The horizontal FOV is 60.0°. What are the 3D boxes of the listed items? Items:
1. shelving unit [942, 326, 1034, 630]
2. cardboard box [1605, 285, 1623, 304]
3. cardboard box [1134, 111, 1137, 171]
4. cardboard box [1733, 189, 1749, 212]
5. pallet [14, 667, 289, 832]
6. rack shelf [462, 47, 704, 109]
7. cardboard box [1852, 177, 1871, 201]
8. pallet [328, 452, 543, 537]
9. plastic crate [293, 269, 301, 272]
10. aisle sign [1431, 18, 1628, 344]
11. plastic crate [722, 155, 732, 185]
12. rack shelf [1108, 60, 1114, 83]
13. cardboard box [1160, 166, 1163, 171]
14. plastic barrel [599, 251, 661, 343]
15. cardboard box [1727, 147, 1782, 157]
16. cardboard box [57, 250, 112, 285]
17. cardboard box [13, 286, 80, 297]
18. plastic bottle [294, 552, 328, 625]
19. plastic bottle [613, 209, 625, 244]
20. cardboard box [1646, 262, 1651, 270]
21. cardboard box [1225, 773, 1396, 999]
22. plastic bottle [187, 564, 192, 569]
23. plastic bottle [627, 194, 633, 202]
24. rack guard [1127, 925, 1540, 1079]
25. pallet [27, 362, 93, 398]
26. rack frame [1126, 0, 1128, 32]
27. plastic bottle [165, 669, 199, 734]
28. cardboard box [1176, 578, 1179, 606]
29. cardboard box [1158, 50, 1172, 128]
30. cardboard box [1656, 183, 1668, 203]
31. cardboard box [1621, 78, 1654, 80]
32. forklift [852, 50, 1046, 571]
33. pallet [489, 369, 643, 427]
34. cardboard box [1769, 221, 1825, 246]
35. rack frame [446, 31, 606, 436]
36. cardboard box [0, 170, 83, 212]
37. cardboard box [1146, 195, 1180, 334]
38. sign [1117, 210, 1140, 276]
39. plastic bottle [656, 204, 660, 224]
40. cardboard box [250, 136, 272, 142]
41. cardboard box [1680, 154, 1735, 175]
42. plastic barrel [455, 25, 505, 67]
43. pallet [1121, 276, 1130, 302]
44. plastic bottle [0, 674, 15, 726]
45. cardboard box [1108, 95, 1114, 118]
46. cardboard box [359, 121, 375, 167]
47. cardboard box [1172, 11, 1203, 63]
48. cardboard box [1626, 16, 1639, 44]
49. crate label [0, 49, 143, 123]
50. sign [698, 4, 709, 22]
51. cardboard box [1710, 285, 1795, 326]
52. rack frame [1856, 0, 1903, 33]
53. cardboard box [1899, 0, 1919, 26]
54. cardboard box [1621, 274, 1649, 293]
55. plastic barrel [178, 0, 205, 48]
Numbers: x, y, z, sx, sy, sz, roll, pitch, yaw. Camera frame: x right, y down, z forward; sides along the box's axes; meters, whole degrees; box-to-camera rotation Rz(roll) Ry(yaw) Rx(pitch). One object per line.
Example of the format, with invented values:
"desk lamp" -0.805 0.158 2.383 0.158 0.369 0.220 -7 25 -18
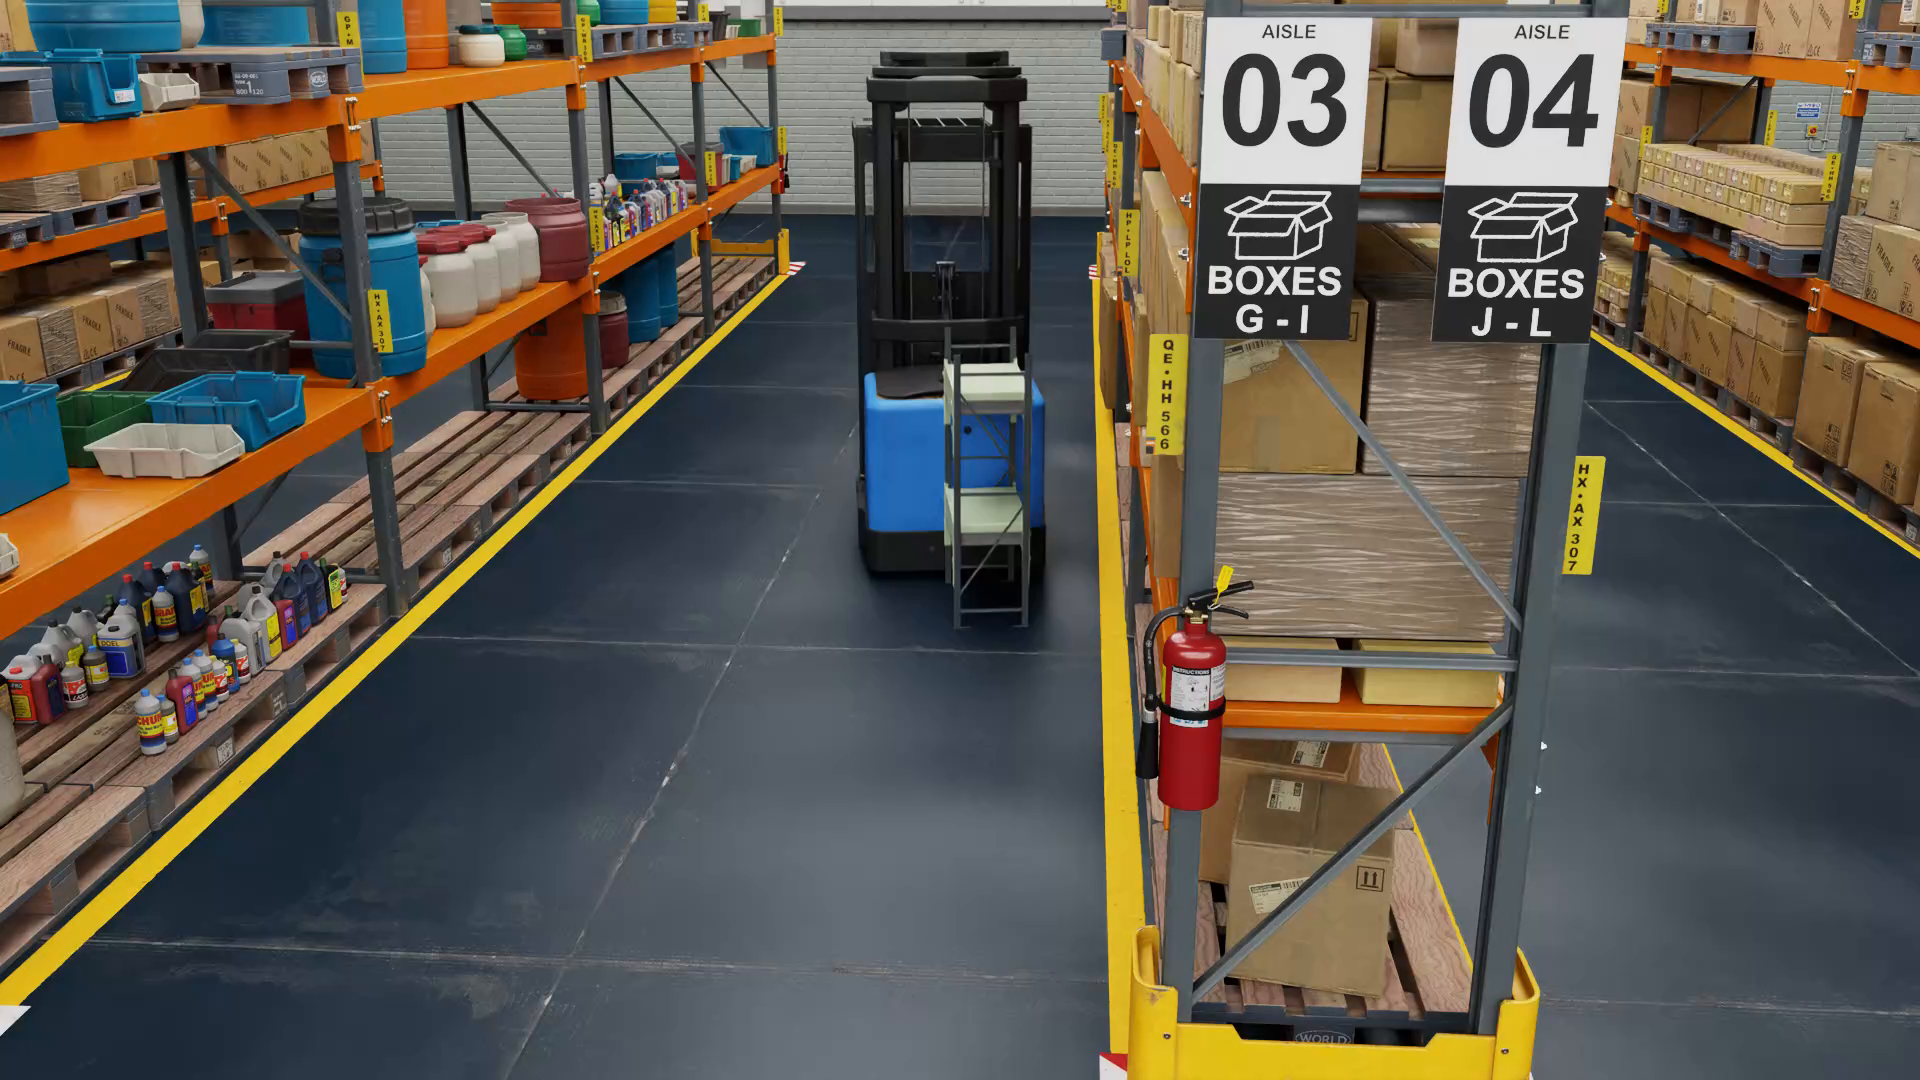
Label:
"shelving unit" 0.141 -0.350 9.083 0.431 1.500 0.755 -1 18 -4
"cardboard box" 6.613 -2.425 16.433 0.380 0.149 0.250 0 18 1
"cardboard box" 1.862 -3.505 14.529 0.797 0.503 0.637 1 18 5
"cardboard box" 6.247 -2.635 12.898 0.380 0.149 0.250 1 18 4
"pallet" -3.728 0.895 7.353 1.003 0.211 1.213 1 18 4
"rack shelf" -3.123 -3.965 14.044 1.077 0.370 4.000 1 18 4
"cardboard box" 6.857 -2.593 12.293 0.380 0.149 0.250 1 18 2
"pallet" -3.451 -0.317 11.052 1.003 0.211 1.213 1 18 4
"plastic crate" -3.784 -1.360 9.781 0.392 0.384 0.575 1 18 4
"aisle sign" 1.395 -0.874 4.099 0.394 0.787 0.004 1 18 4
"plastic crate" -2.686 -3.945 17.738 0.437 0.282 0.530 1 18 4
"rack shelf" 2.104 -5.096 17.498 1.077 0.370 4.000 1 18 4
"cardboard box" 1.584 -1.635 8.959 1.000 1.000 1.000 1 18 4
"plastic barrel" -3.086 -2.316 15.370 0.600 0.901 0.708 1 18 4
"cardboard box" 7.048 -3.400 14.756 0.380 0.149 0.250 1 18 2
"cardboard box" -8.269 -2.536 15.450 0.500 0.250 0.500 1 18 4
"cardboard box" -8.305 -2.013 15.055 0.500 0.500 0.500 1 18 2
"plastic bottle" -3.312 0.238 8.426 0.144 0.351 0.185 1 18 2
"plastic bottle" -2.808 -2.588 13.690 0.061 0.283 0.133 1 18 4
"cardboard box" 7.176 -2.725 16.870 0.380 0.149 0.250 1 18 2
"cardboard box" 1.162 1.130 5.497 0.500 0.500 0.500 5 19 14
"plastic bottle" -4.020 0.224 8.710 0.097 0.201 0.097 0 18 0
"plastic bottle" -2.900 -2.925 14.738 0.097 0.271 0.097 0 18 0
"rack guard" 1.106 1.499 5.044 1.175 0.500 0.348 1 18 4
"pallet" -8.115 -1.278 13.983 1.003 0.211 1.213 1 18 4
"rack frame" 1.674 -5.000 11.231 1.000 3.000 0.127 1 18 4
"plastic bottle" -3.365 0.680 7.185 0.061 0.283 0.133 2 18 5
"cardboard box" 0.900 0.205 5.384 0.380 0.149 0.250 1 18 4
"cardboard box" 0.991 -1.645 6.049 0.500 0.250 0.500 1 18 3
"cardboard box" 6.378 -3.054 14.655 0.380 0.149 0.250 1 18 4
"cardboard box" 6.747 -4.385 16.744 0.500 0.500 0.500 2 18 5
"forklift" -0.124 -1.621 10.664 1.130 2.935 3.031 -1 18 -4
"pallet" -3.251 -1.181 13.687 1.003 0.211 1.213 1 18 4
"cardboard box" 6.191 -2.251 12.204 0.380 0.149 0.250 2 18 5
"rack frame" -3.266 -2.260 12.503 1.000 3.000 0.127 1 18 4
"cardboard box" -8.018 -3.097 14.221 0.700 0.500 0.500 5 19 14
"cardboard box" 1.031 -1.126 6.800 0.500 0.500 0.500 1 18 4
"sign" 0.833 -1.469 8.228 0.100 0.325 0.005 1 18 4
"plastic bottle" -2.738 -2.930 14.866 0.097 0.201 0.097 0 18 0
"cardboard box" -7.569 -4.437 17.381 0.500 0.500 0.500 1 18 2
"cardboard box" 6.341 -3.177 14.076 0.380 0.149 0.250 1 18 3
"plastic barrel" -3.125 -3.220 10.836 0.301 0.262 0.301 0 18 0
"pallet" 1.729 -1.835 11.513 1.213 0.211 1.003 1 18 4
"plastic bottle" -4.155 0.689 7.157 0.061 0.283 0.133 2 18 5
"cardboard box" 1.877 -4.601 18.207 0.500 0.500 0.500 1 18 2
"cardboard box" -7.394 -4.759 19.968 0.500 0.500 0.500 2 18 6
"cardboard box" 0.849 -1.546 5.106 0.380 0.149 0.250 1 18 4
"cardboard box" 6.714 -4.917 16.036 0.500 0.250 0.500 1 18 4
"crate label" -3.376 -1.704 6.228 0.502 0.251 0.408 1 18 4
"sign" -2.431 -4.919 15.787 0.100 0.325 0.005 1 18 4
"cardboard box" 6.479 -1.908 13.565 0.500 0.250 0.500 2 18 5
"rack frame" 6.614 -4.858 10.798 1.000 3.000 0.127 1 18 4
"cardboard box" 6.343 -3.418 10.527 0.500 0.311 0.500 1 18 4
"cardboard box" 6.666 -2.493 16.164 0.380 0.149 0.250 2 18 5
"plastic barrel" -3.780 -2.566 7.767 0.421 0.512 0.421 0 18 0
